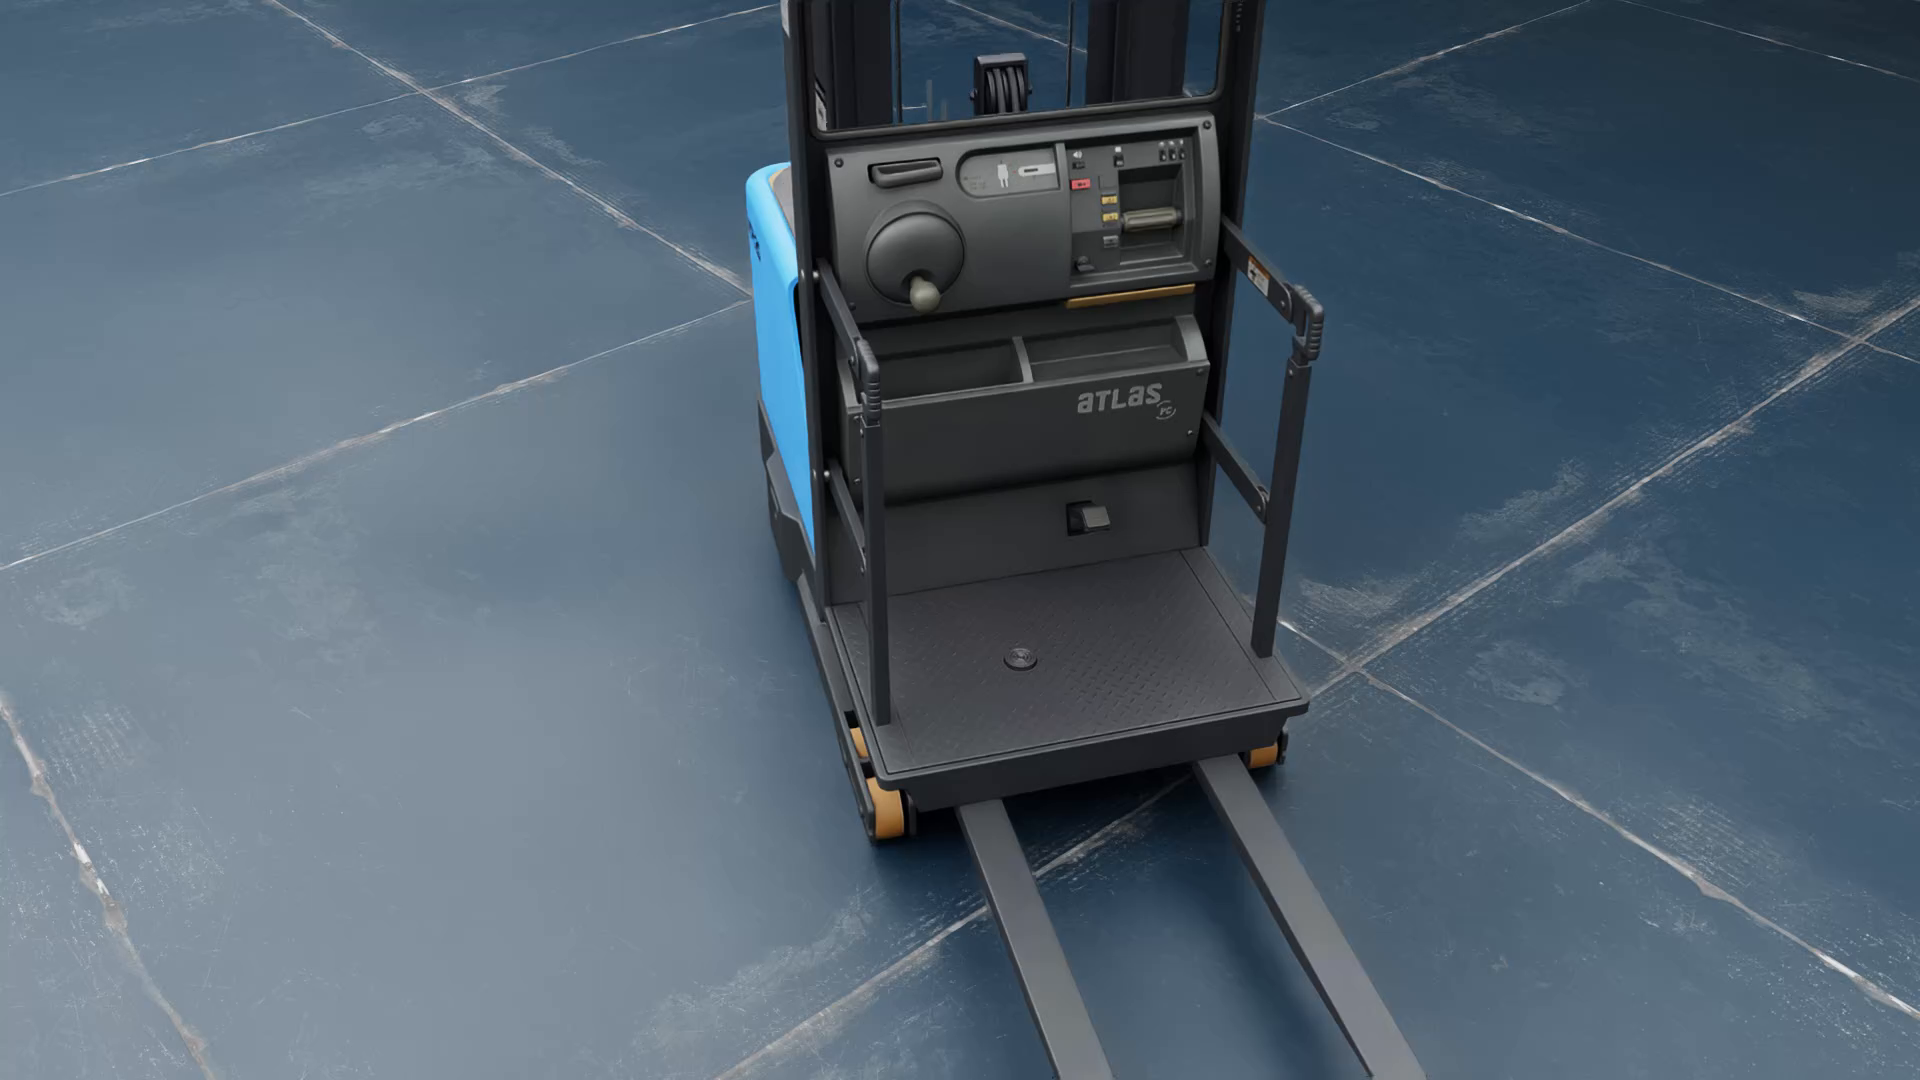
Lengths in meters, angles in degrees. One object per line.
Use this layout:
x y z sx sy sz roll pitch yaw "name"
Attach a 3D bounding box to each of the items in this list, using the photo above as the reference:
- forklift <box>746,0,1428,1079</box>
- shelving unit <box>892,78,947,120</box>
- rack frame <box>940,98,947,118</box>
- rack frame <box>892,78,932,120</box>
0.218 -0.693 3.693 1.130 2.935 3.031 -9 36 -12 "forklift"
-0.181 -0.891 5.470 0.258 1.200 0.189 -9 36 -12 "shelving unit"
-0.158 -0.840 5.398 0.240 1.200 0.006 -9 36 -12 "rack frame"
-0.205 -0.942 5.542 0.240 1.200 0.006 -9 36 -12 "rack frame"
